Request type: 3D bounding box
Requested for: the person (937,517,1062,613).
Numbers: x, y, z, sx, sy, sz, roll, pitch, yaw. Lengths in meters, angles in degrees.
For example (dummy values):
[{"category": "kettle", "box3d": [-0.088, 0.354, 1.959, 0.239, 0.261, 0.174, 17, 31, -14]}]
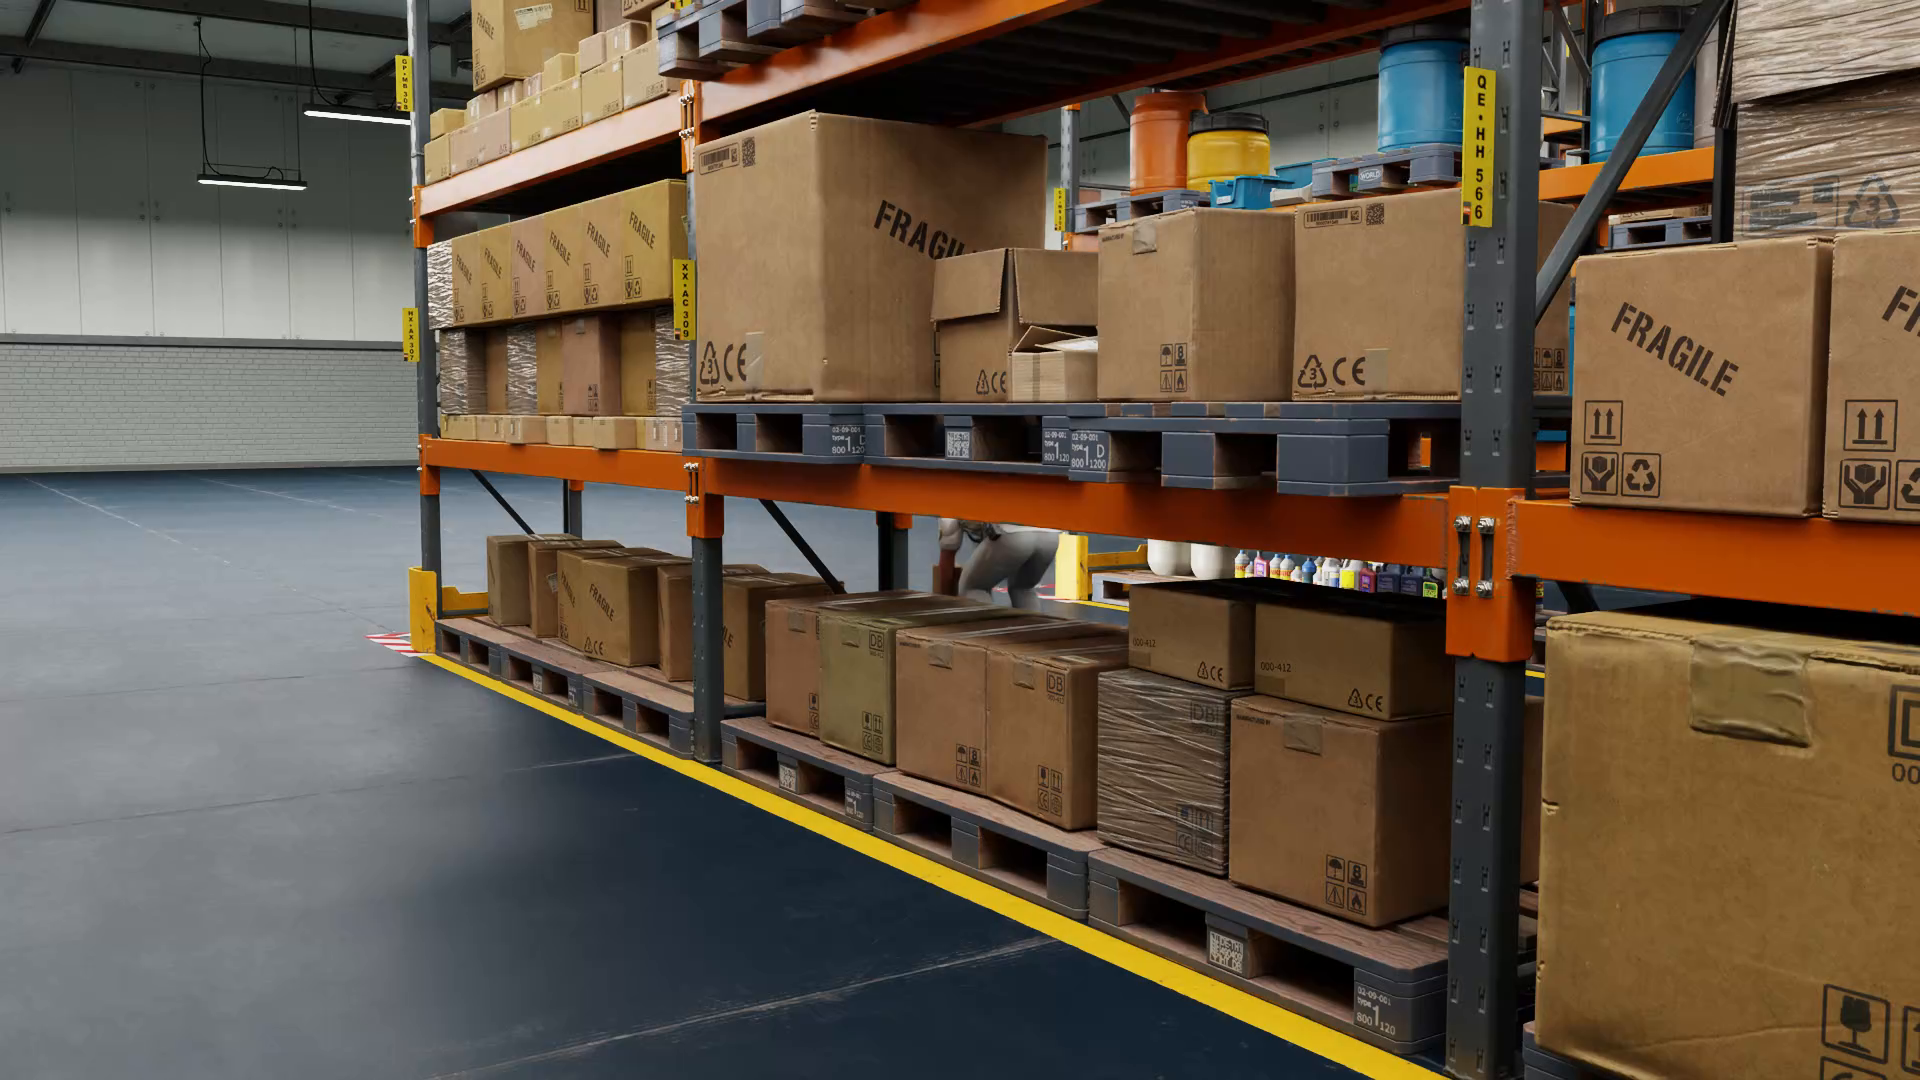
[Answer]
[{"category": "person", "box3d": [0.166, 0.154, 9.753, 0.530, 1.130, 1.032, -3, 6, -37]}]
